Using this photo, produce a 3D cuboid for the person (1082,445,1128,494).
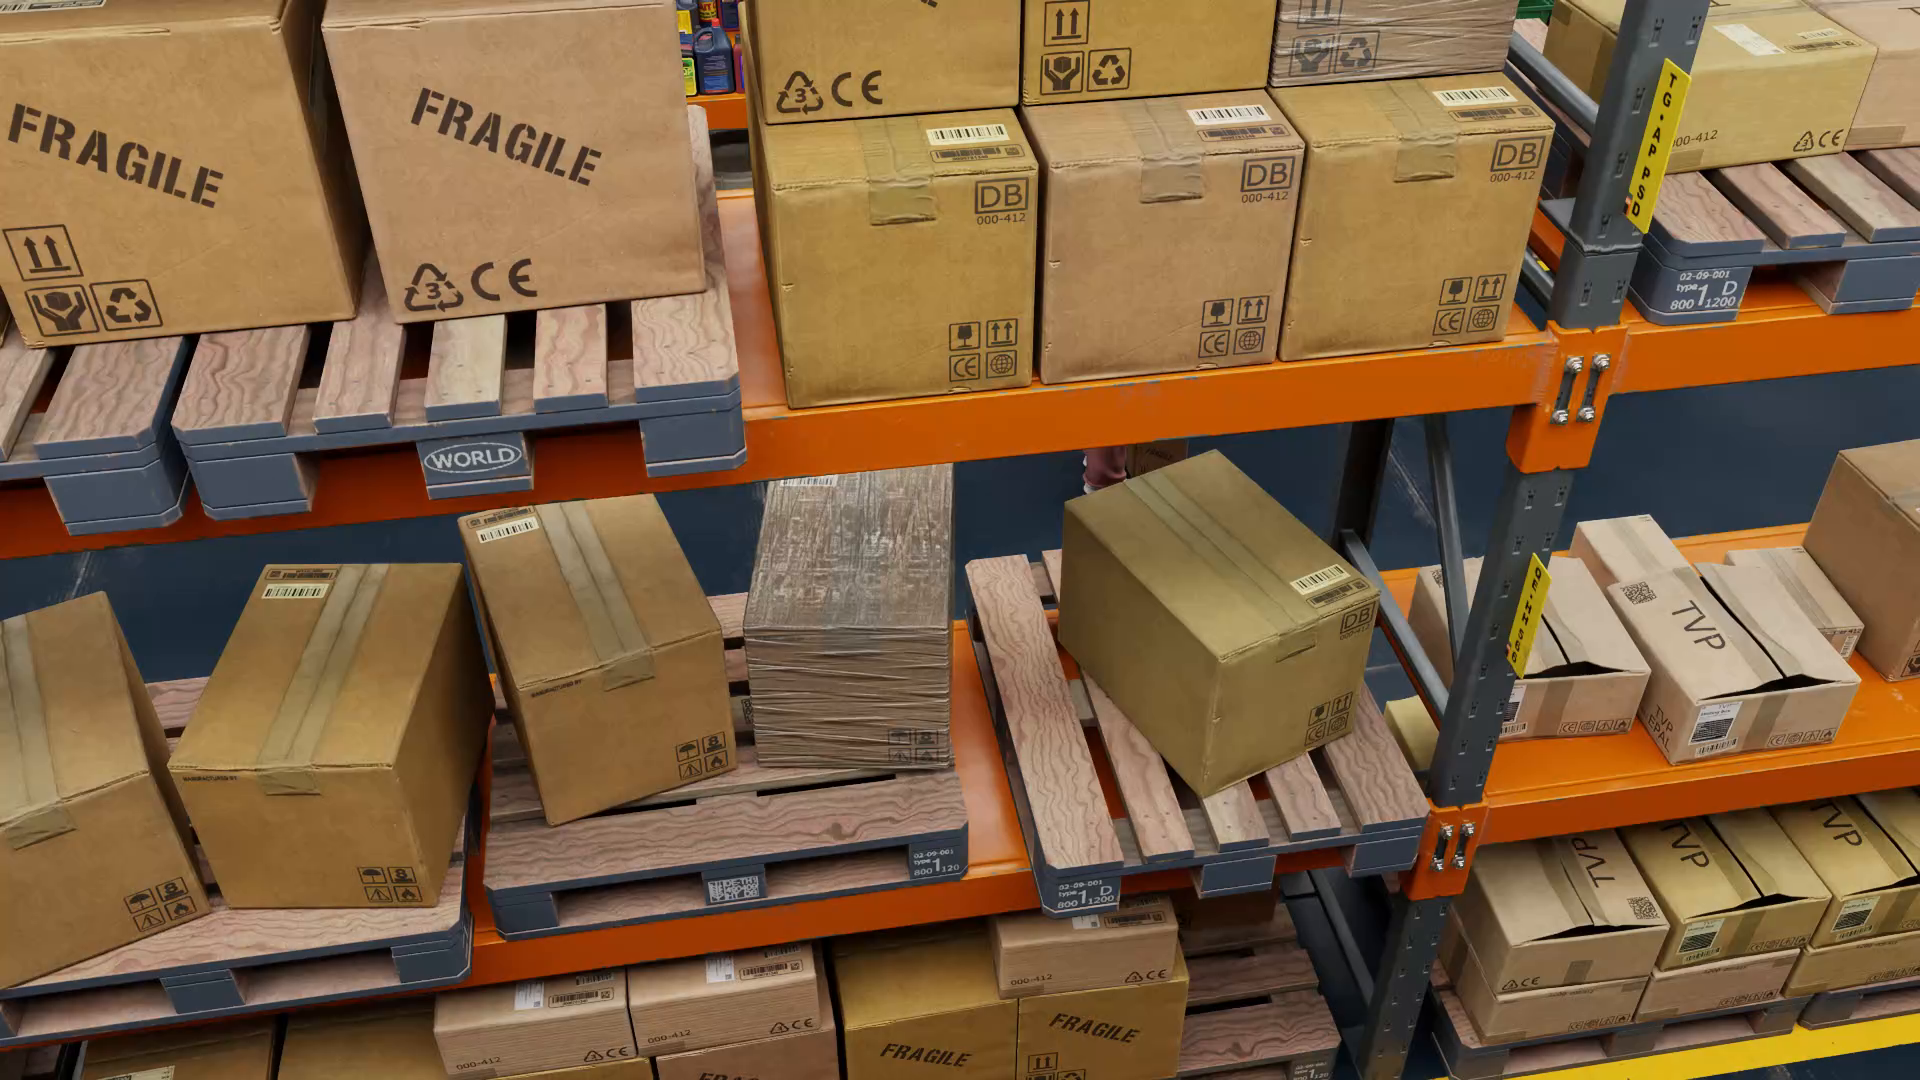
[{"bbox_3d":[0.700,-0.983,7.378,0.407,1.673,0.514,-8,39,-9],"label":"person"}]
